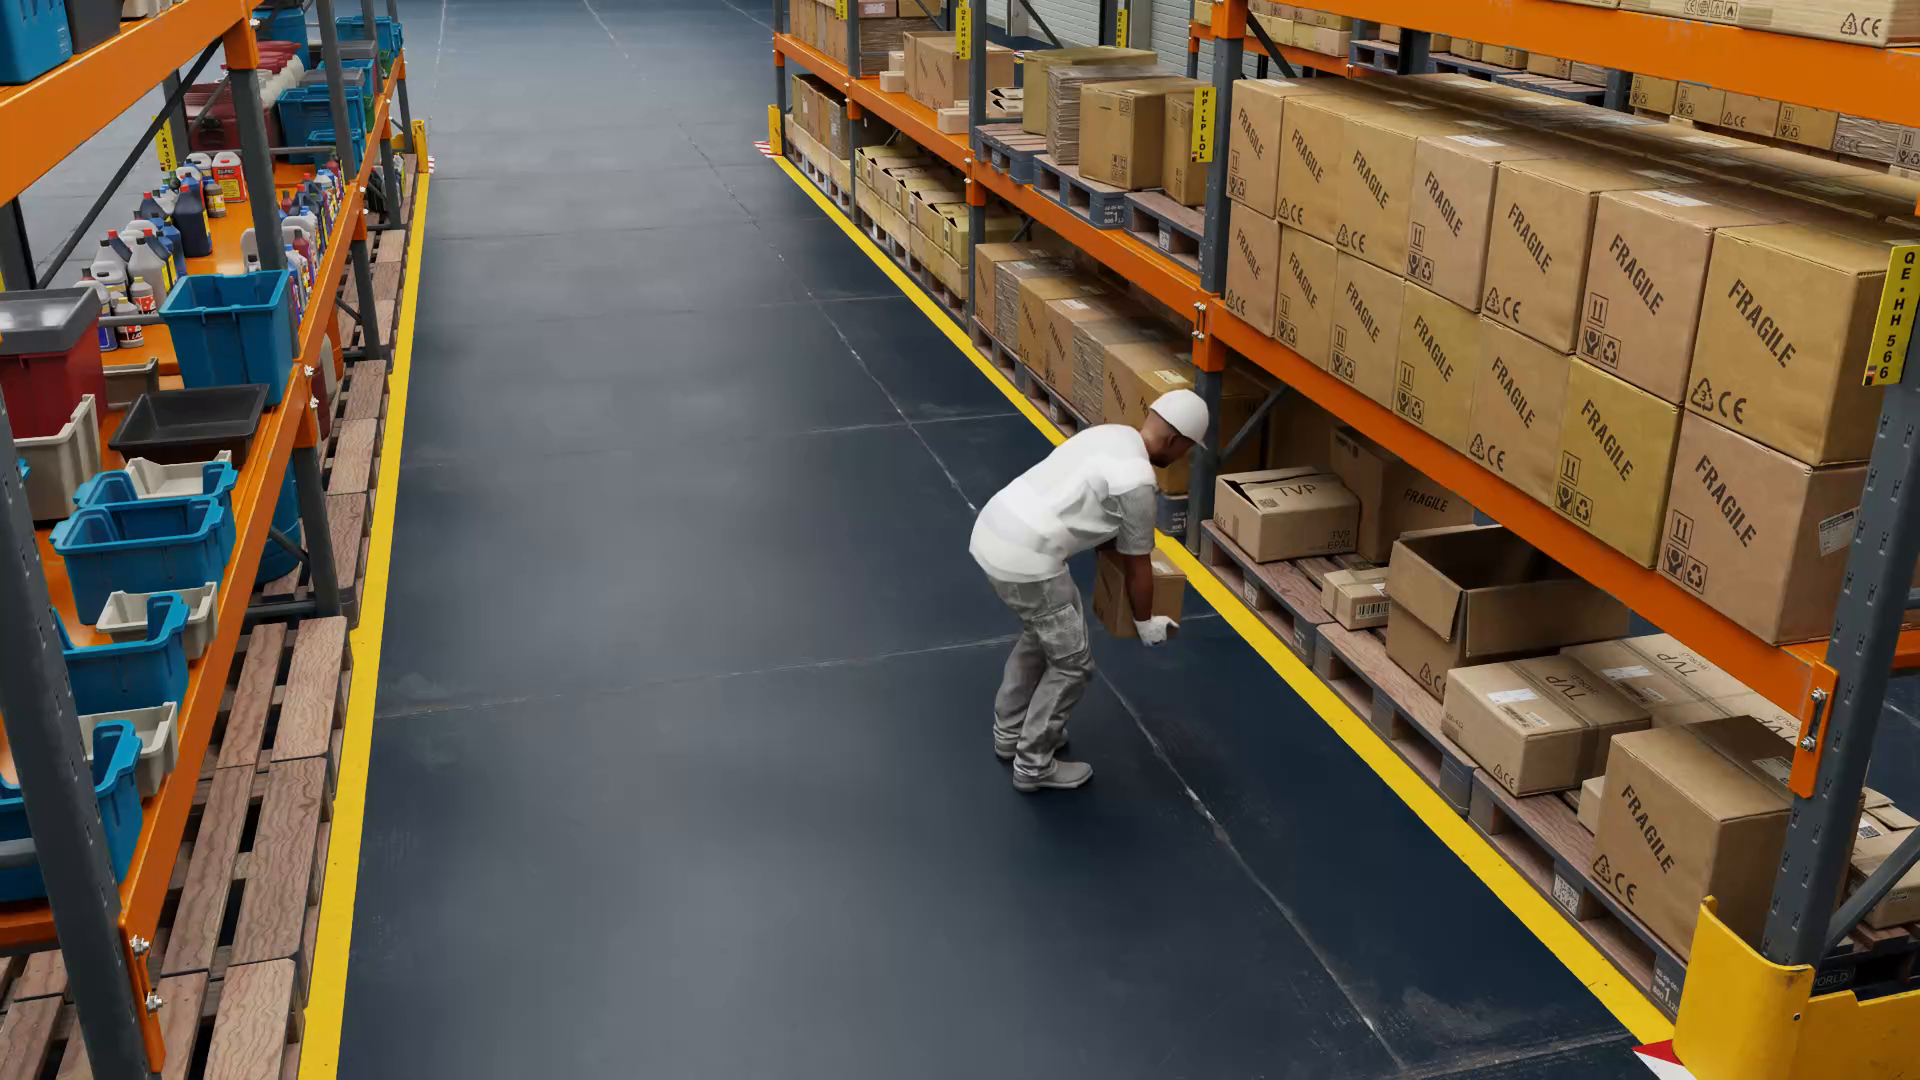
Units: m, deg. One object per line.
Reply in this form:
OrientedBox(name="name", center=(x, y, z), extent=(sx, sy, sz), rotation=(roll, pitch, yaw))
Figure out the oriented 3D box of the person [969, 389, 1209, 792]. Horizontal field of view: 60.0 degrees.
OrientedBox(name="person", center=(0.476, 0.170, 6.106), extent=(0.876, 1.437, 0.498), rotation=(-7, 24, -16))
